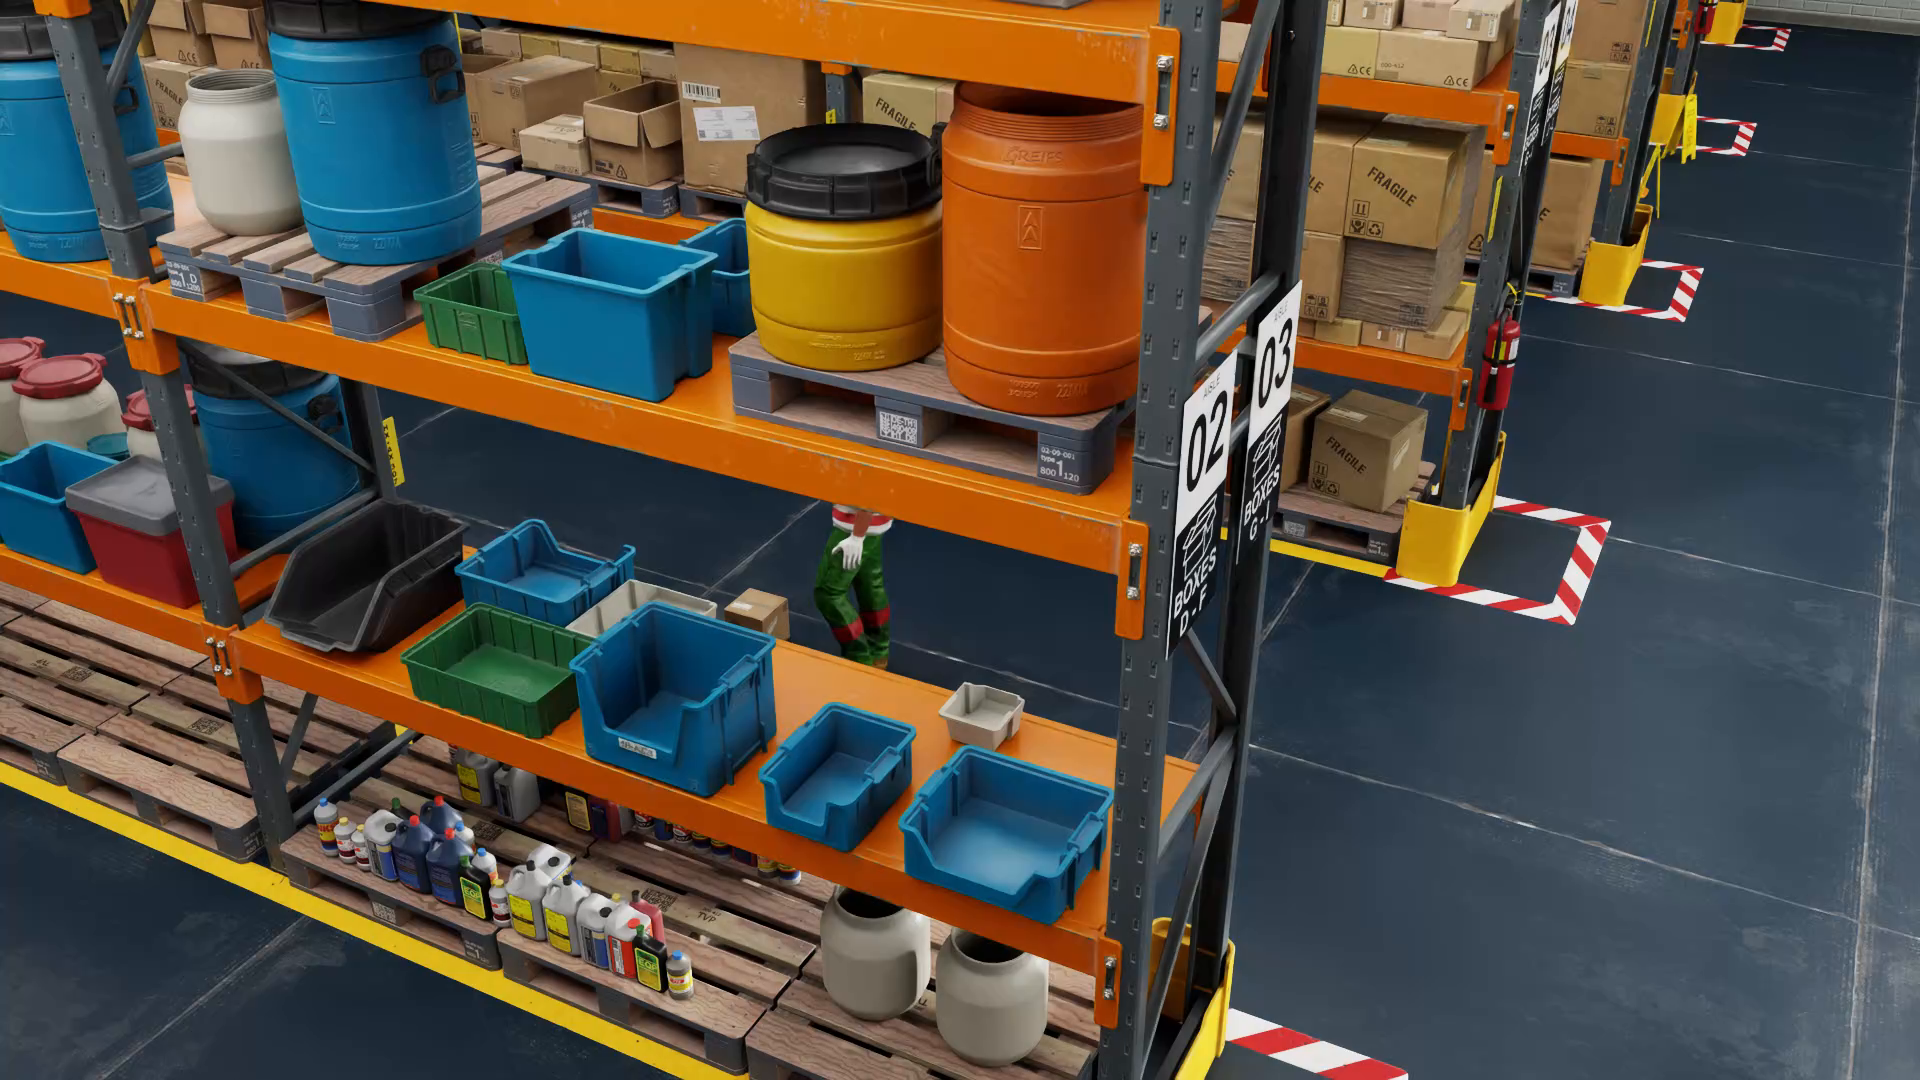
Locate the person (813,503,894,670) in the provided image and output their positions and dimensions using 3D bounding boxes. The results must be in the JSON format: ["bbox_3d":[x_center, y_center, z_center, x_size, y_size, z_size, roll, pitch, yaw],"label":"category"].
[{"bbox_3d":[-0.533,-0.080,8.427,0.423,1.815,0.576,0,30,1],"label":"person"}]
